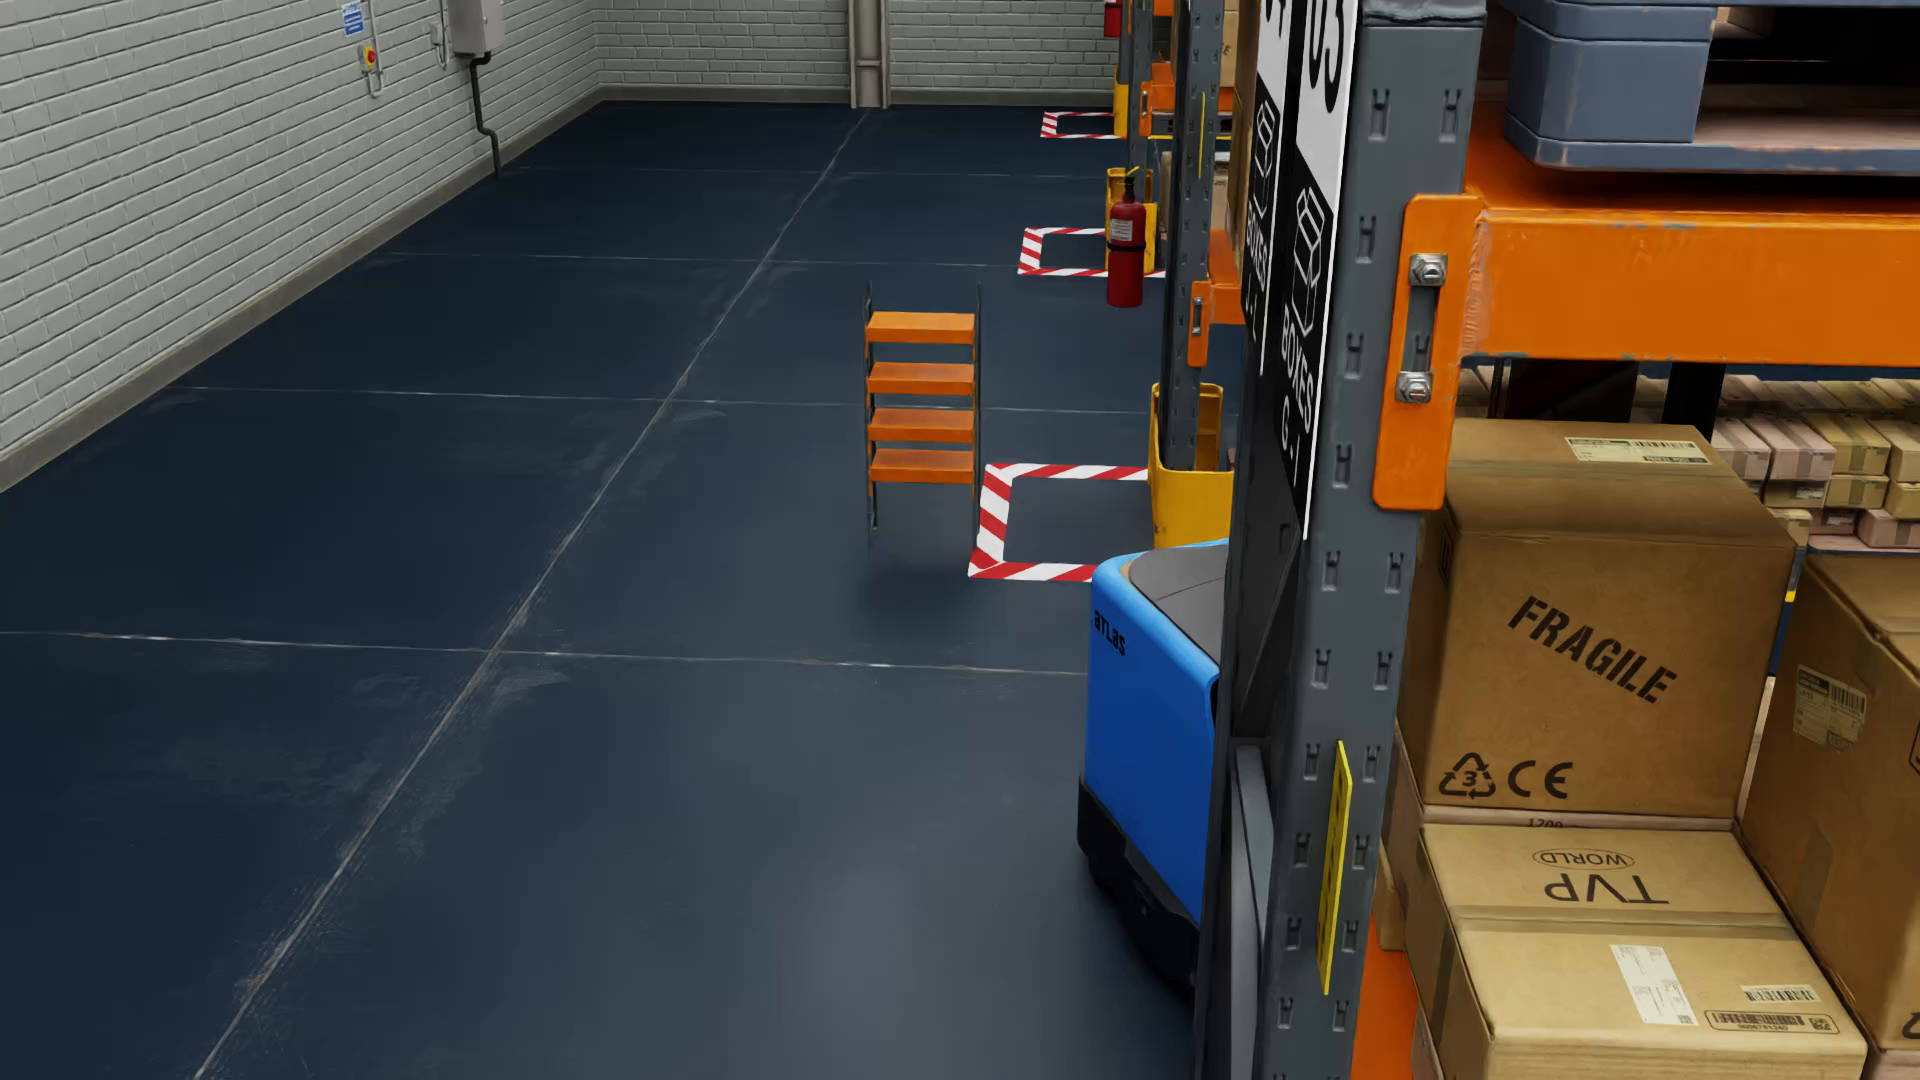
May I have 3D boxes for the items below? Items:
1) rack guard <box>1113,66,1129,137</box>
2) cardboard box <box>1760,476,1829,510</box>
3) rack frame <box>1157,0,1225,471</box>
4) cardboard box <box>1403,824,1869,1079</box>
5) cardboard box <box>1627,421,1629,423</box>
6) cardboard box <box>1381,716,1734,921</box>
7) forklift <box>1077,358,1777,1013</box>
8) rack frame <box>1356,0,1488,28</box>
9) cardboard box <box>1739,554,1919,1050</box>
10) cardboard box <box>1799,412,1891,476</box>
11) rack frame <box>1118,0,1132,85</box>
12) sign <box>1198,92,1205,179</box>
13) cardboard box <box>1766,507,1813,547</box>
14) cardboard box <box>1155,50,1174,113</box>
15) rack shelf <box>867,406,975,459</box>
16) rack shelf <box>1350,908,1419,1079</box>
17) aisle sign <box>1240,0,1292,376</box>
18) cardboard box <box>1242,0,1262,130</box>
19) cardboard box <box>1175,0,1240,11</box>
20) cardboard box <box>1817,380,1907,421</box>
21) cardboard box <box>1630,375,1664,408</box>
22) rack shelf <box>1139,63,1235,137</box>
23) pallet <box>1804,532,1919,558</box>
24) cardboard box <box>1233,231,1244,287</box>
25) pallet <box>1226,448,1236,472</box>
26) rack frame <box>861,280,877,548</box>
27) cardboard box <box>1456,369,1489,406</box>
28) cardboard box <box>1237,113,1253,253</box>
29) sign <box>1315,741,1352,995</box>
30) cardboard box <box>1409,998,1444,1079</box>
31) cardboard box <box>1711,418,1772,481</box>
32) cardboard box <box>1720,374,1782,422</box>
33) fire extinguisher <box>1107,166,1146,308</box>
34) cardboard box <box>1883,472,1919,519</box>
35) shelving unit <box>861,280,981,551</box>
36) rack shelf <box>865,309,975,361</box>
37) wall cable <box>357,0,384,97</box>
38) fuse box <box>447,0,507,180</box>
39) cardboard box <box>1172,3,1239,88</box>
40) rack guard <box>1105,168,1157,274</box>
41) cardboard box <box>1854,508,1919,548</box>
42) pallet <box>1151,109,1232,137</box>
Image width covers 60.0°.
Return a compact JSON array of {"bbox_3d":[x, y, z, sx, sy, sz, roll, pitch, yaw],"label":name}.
[{"bbox_3d":[1.734,-4.443,16.808,0.348,0.500,1.175,2,25,4],"label":"rack guard"},{"bbox_3d":[3.616,-0.280,7.322,0.250,0.149,0.380,2,25,5],"label":"cardboard box"},{"bbox_3d":[1.004,-1.446,7.304,0.127,3.000,1.000,2,25,4],"label":"rack frame"},{"bbox_3d":[0.981,0.679,2.510,0.500,0.250,0.500,1,25,3],"label":"cardboard box"},{"bbox_3d":[2.814,-0.420,7.270,0.250,0.149,0.380,2,25,5],"label":"cardboard box"},{"bbox_3d":[1.027,0.456,2.994,0.500,0.250,0.500,1,25,3],"label":"cardboard box"},{"bbox_3d":[1.374,0.207,3.793,1.130,2.935,3.031,-9,26,-19],"label":"forklift"},{"bbox_3d":[0.523,-2.107,1.565,0.127,3.000,1.000,2,25,4],"label":"rack frame"},{"bbox_3d":[1.480,0.354,2.318,0.500,0.500,0.500,1,25,3],"label":"cardboard box"},{"bbox_3d":[3.858,-0.424,7.280,0.250,0.149,0.380,3,25,6],"label":"cardboard box"},{"bbox_3d":[1.658,-5.581,16.291,0.127,3.000,1.000,2,25,4],"label":"rack frame"},{"bbox_3d":[0.963,-1.613,6.632,0.005,0.325,0.100,2,25,4],"label":"sign"},{"bbox_3d":[3.543,-0.117,7.325,0.250,0.149,0.380,2,25,4],"label":"cardboard box"},{"bbox_3d":[2.261,-4.579,16.597,0.637,0.503,0.797,1,25,2],"label":"cardboard box"},{"bbox_3d":[-0.165,-0.489,7.539,0.480,0.148,0.258,2,25,4],"label":"rack shelf"},{"bbox_3d":[2.518,1.009,2.830,4.000,0.370,1.077,2,25,4],"label":"rack shelf"},{"bbox_3d":[0.475,-0.690,2.552,0.004,0.787,0.394,2,25,4],"label":"aisle sign"},{"bbox_3d":[1.431,-1.956,6.740,0.500,0.500,0.500,2,25,4],"label":"cardboard box"},{"bbox_3d":[1.739,-3.878,11.274,0.500,0.500,0.500,1,25,3],"label":"cardboard box"},{"bbox_3d":[4.138,-0.602,7.667,0.250,0.149,0.380,2,25,3],"label":"cardboard box"},{"bbox_3d":[3.108,-0.642,7.753,0.250,0.149,0.380,2,25,4],"label":"cardboard box"},{"bbox_3d":[3.276,-3.122,11.806,4.000,0.370,1.077,2,25,4],"label":"rack shelf"},{"bbox_3d":[4.320,-0.058,7.624,1.213,0.211,1.003,2,25,4],"label":"pallet"},{"bbox_3d":[1.302,-1.185,7.037,0.250,0.149,0.380,2,25,4],"label":"cardboard box"},{"bbox_3d":[1.887,-0.136,7.793,1.213,0.211,1.003,2,25,4],"label":"pallet"},{"bbox_3d":[-0.408,-0.558,7.528,0.015,1.200,0.240,2,25,4],"label":"rack frame"},{"bbox_3d":[2.319,-0.679,7.833,0.250,0.149,0.380,1,25,2],"label":"cardboard box"},{"bbox_3d":[1.430,-1.497,6.940,0.500,0.500,0.500,3,25,6],"label":"cardboard box"},{"bbox_3d":[0.475,0.420,2.119,0.005,0.325,0.100,2,25,4],"label":"sign"},{"bbox_3d":[0.852,0.881,2.547,0.250,0.149,0.380,2,25,5],"label":"cardboard box"},{"bbox_3d":[3.311,-0.398,7.223,0.250,0.149,0.380,1,25,2],"label":"cardboard box"},{"bbox_3d":[3.629,-0.643,7.756,0.250,0.149,0.380,2,25,5],"label":"cardboard box"},{"bbox_3d":[0.788,-1.442,7.834,0.183,0.674,0.296,2,25,4],"label":"fire extinguisher"},{"bbox_3d":[4.114,-0.231,7.216,0.250,0.149,0.380,1,25,2],"label":"cardboard box"},{"bbox_3d":[-0.165,-0.550,7.511,0.503,1.200,0.258,2,25,4],"label":"shelving unit"},{"bbox_3d":[-0.165,-0.907,7.346,0.480,0.148,0.258,2,25,4],"label":"rack shelf"},{"bbox_3d":[-4.342,-4.159,11.947,0.123,1.953,0.585,2,25,4],"label":"wall cable"},{"bbox_3d":[-4.036,-3.969,14.328,0.414,1.711,0.539,2,25,4],"label":"fuse box"},{"bbox_3d":[1.739,-3.423,11.480,0.500,0.500,0.500,2,25,4],"label":"cardboard box"},{"bbox_3d":[1.258,-2.378,12.319,0.348,0.500,1.175,2,25,4],"label":"rack guard"},{"bbox_3d":[4.054,-0.109,7.307,0.250,0.149,0.380,1,25,2],"label":"cardboard box"},{"bbox_3d":[2.529,-4.287,16.814,1.213,0.211,1.003,2,25,4],"label":"pallet"}]
